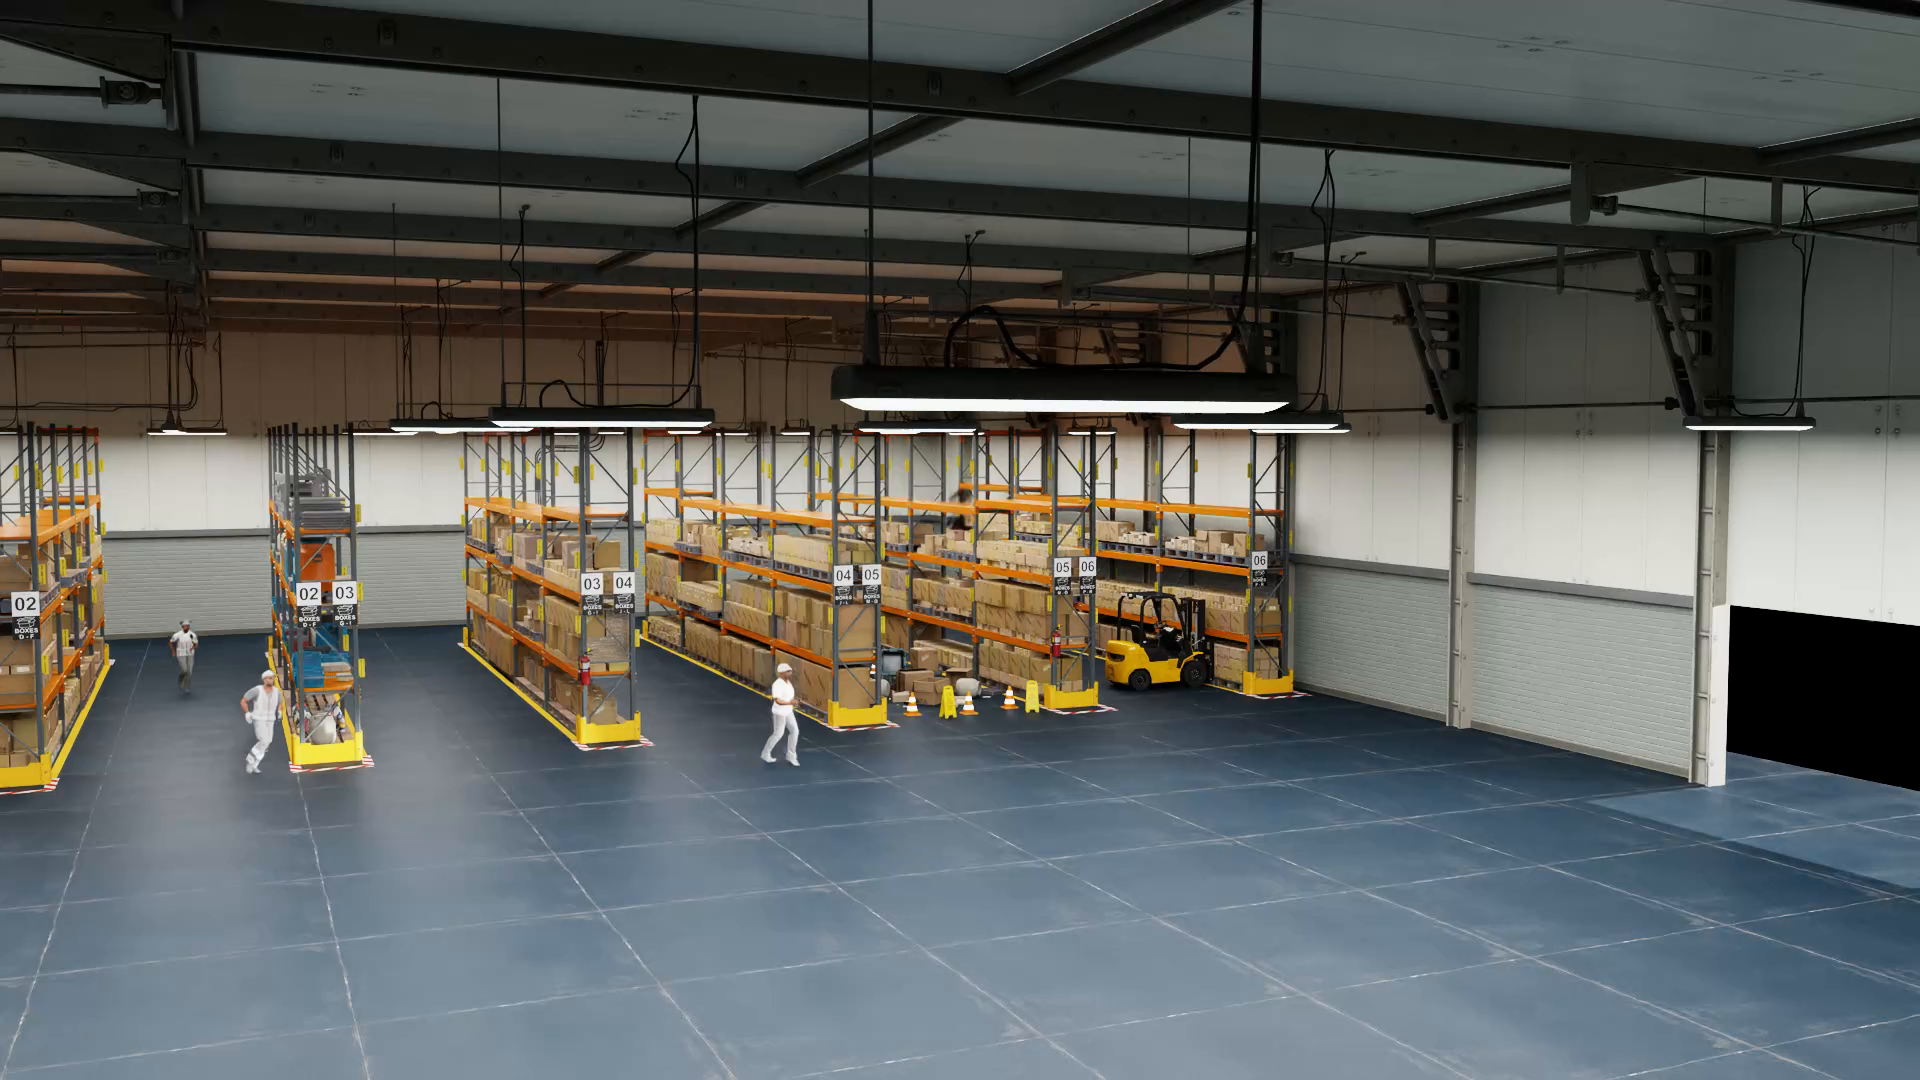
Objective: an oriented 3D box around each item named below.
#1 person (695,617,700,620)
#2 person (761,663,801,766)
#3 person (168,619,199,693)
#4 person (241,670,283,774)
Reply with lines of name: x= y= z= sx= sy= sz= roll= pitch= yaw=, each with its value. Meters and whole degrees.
person: x=-7.762 y=1.803 z=49.853 sx=0.792 sy=1.816 sz=0.698 roll=-1 pitch=4 yaw=-18
person: x=-3.108 y=3.075 z=29.114 sx=0.763 sy=1.846 sz=0.719 roll=1 pitch=4 yaw=17
person: x=-17.388 y=2.608 z=37.346 sx=0.577 sy=1.659 sz=0.560 roll=-3 pitch=5 yaw=-42
person: x=-11.876 y=3.108 z=28.466 sx=0.571 sy=1.722 sz=0.695 roll=2 pitch=4 yaw=34
